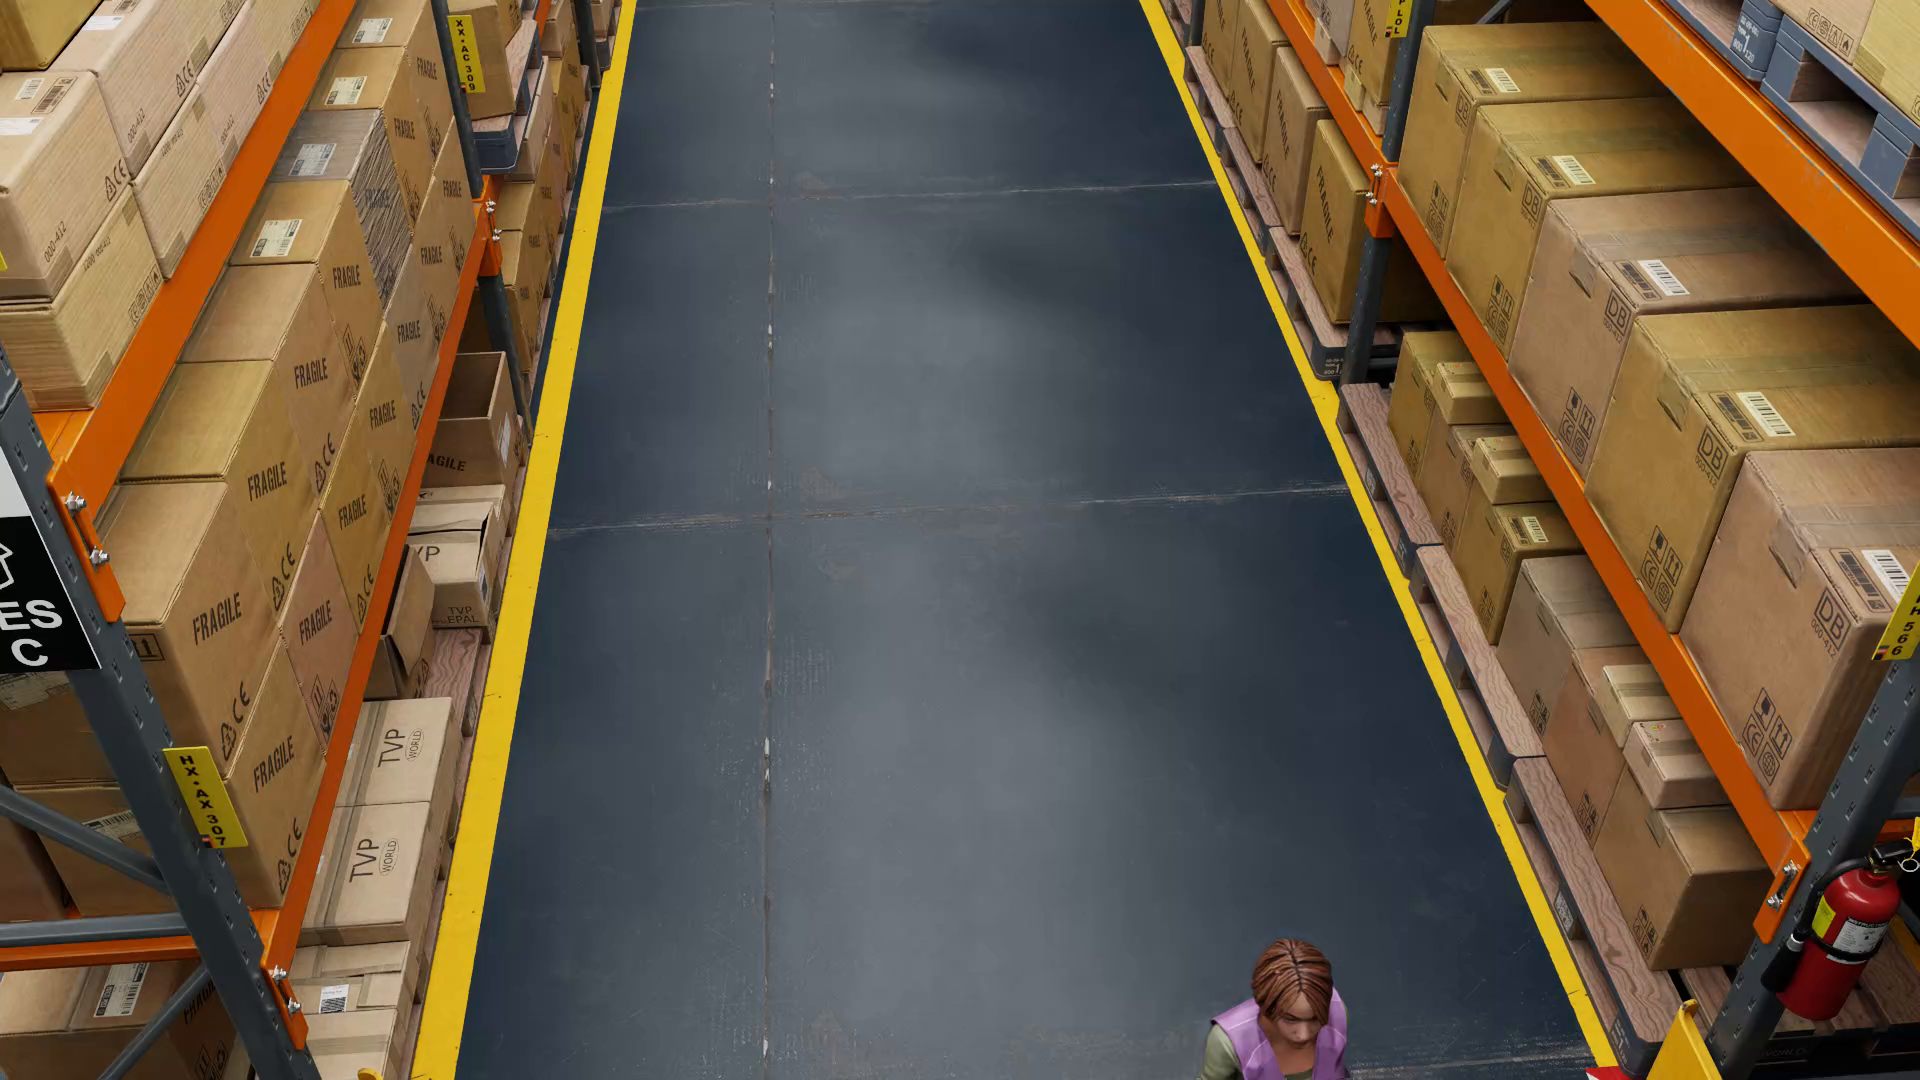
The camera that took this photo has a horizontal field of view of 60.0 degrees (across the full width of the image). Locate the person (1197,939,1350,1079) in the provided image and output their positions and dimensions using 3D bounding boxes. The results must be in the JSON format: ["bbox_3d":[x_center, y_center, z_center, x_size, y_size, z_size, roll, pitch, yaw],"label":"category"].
[{"bbox_3d":[0.769,1.619,4.286,0.456,1.537,0.495,-8,40,-9],"label":"person"}]
